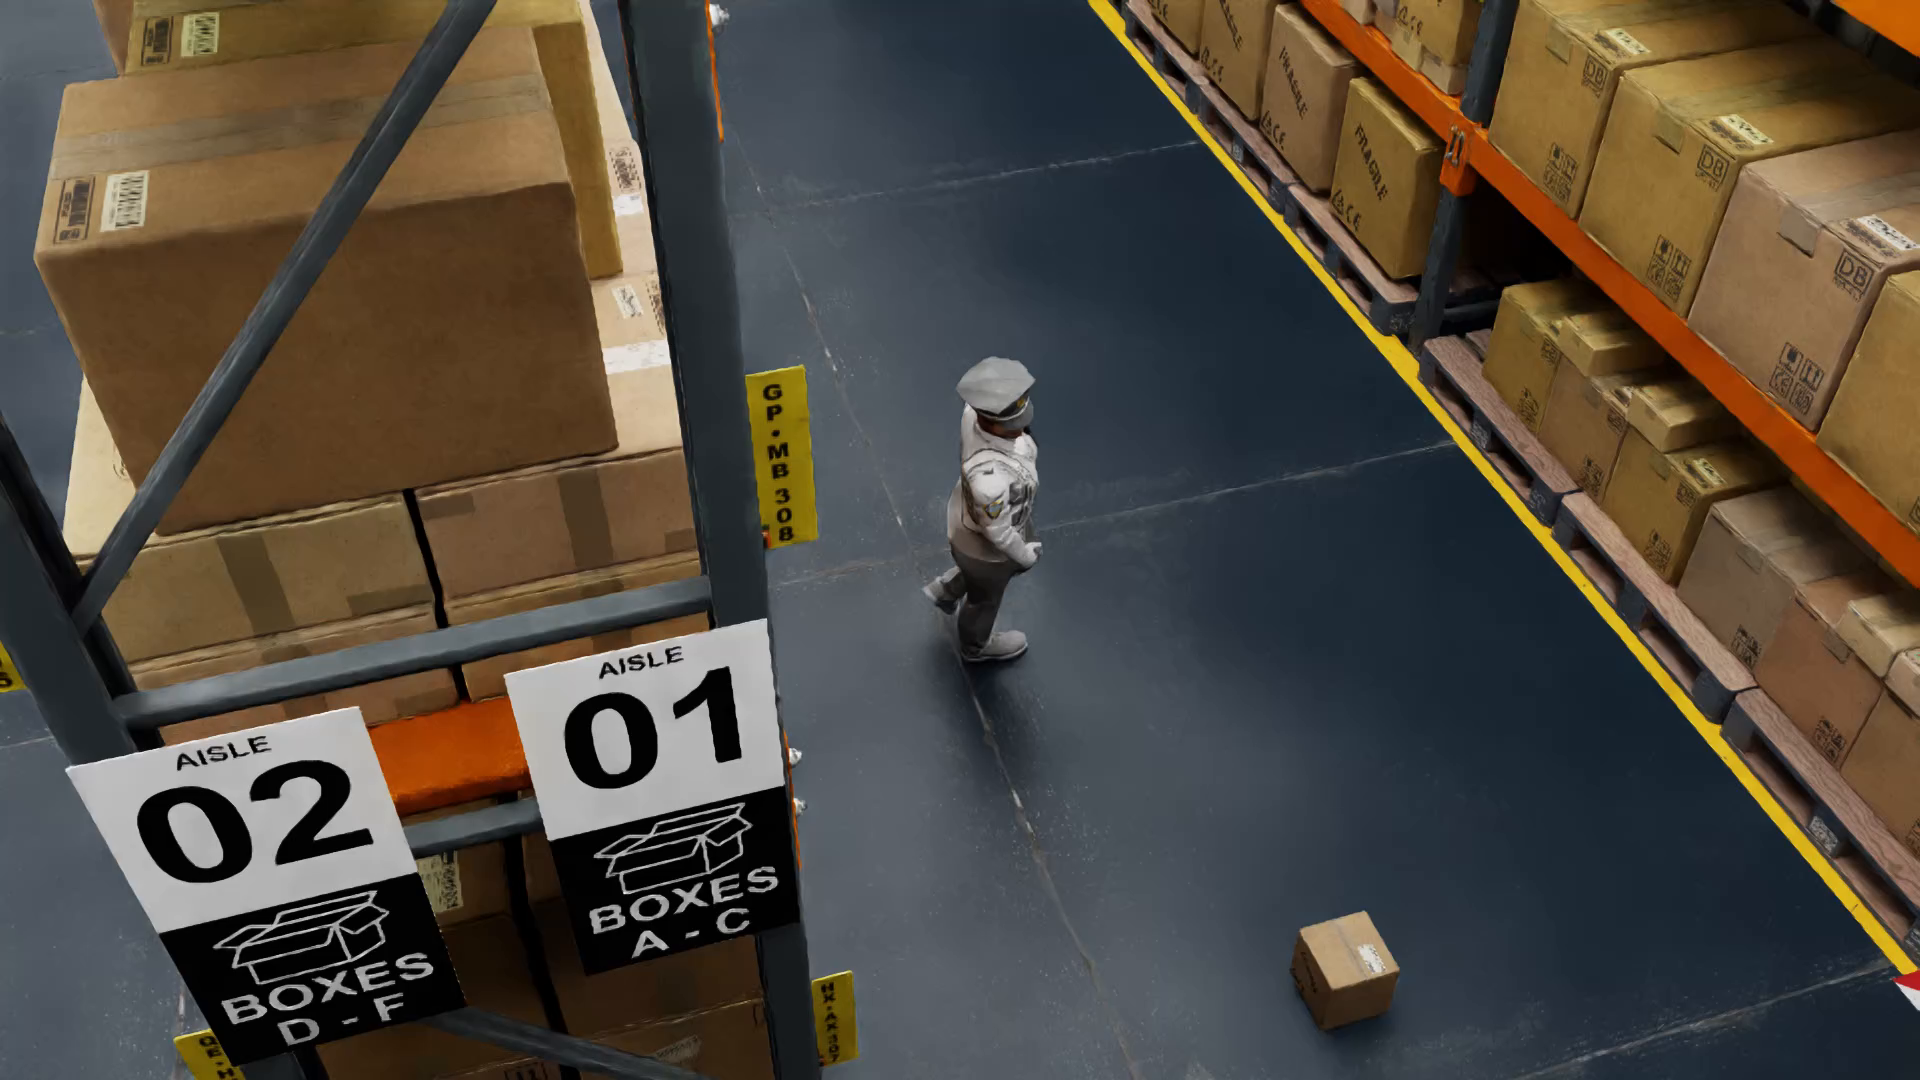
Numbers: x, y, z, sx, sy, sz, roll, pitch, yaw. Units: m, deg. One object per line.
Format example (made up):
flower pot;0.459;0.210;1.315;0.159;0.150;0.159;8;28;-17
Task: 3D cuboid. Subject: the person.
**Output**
person;0.086;-0.066;6.233;0.472;1.628;0.664;-1;42;-1
